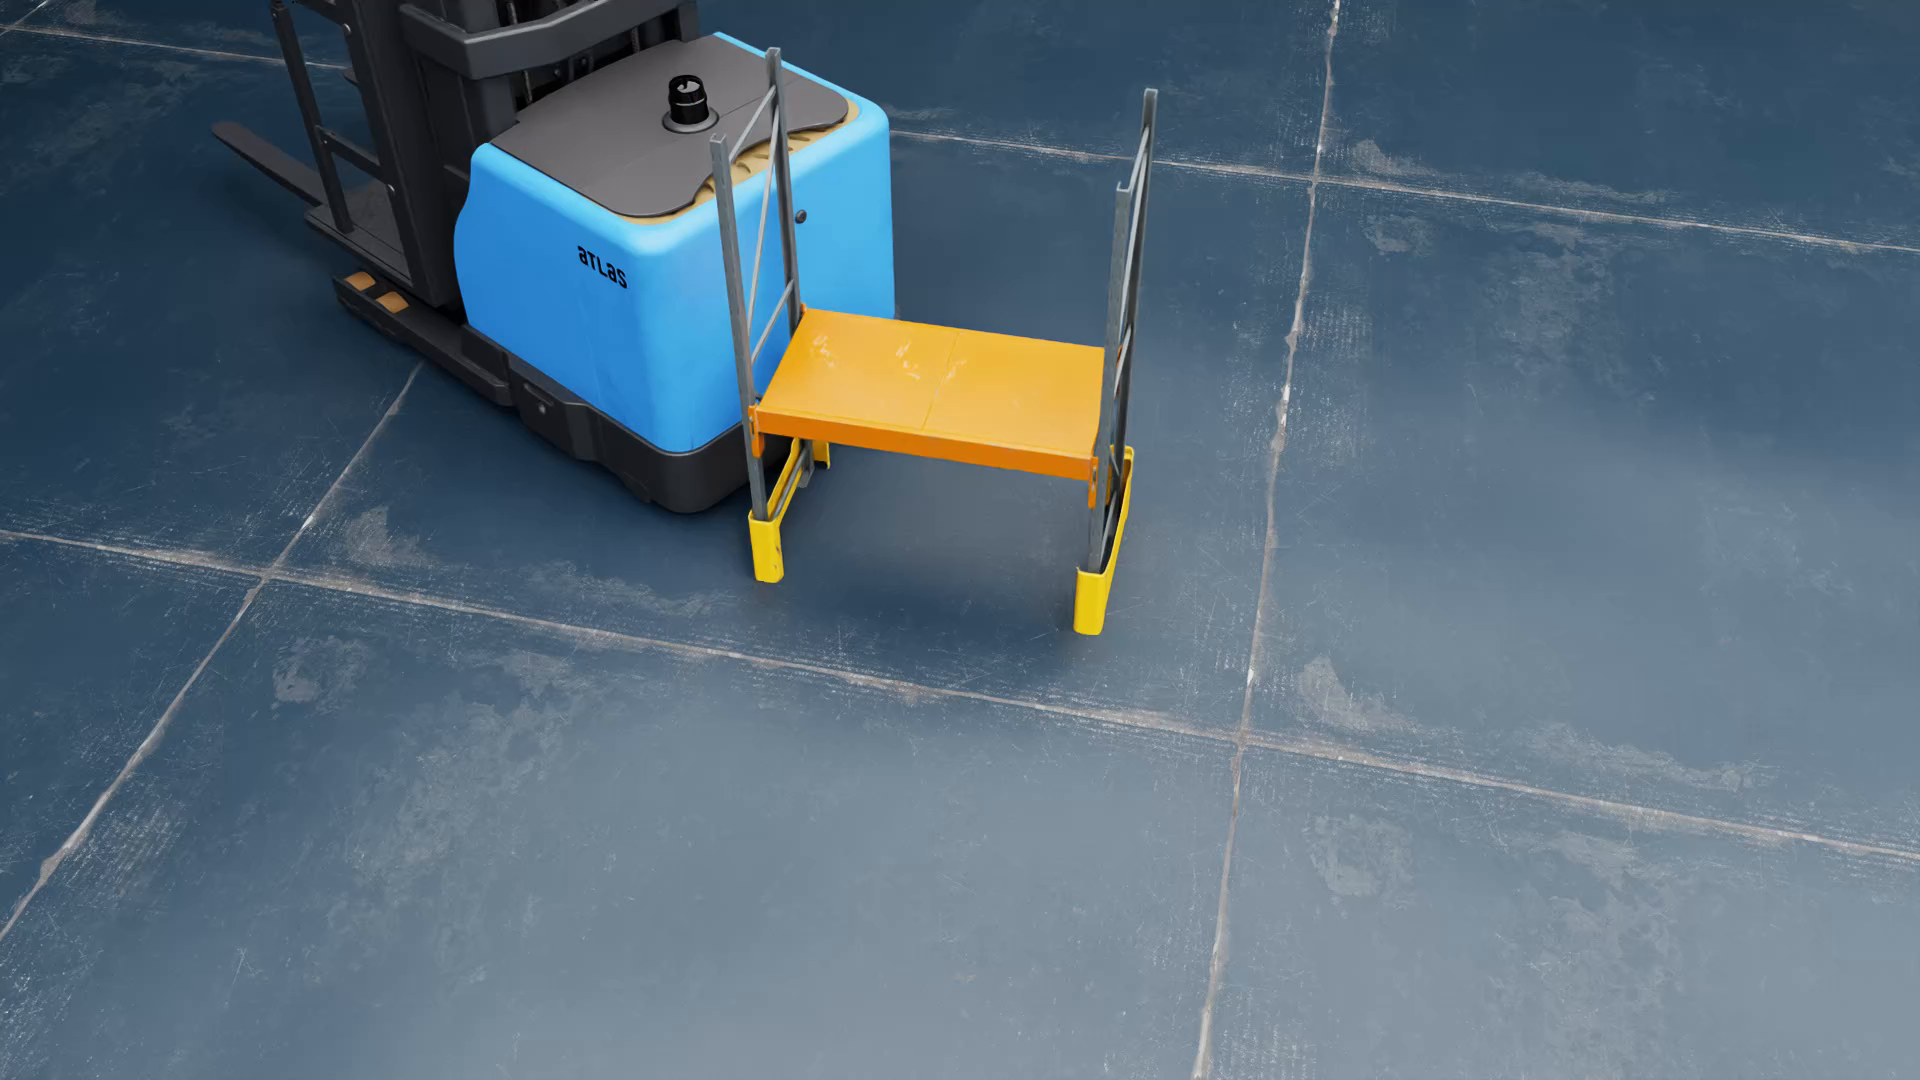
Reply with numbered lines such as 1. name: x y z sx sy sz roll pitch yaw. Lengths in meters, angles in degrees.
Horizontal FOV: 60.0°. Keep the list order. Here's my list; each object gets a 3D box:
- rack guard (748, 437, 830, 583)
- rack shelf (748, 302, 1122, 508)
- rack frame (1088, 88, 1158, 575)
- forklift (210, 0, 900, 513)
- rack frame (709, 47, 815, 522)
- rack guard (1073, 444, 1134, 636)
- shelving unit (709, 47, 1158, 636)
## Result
1. rack guard: -0.532 -0.159 5.235 0.087 0.250 0.587 9 45 9
2. rack shelf: -0.055 -0.405 4.848 1.000 0.185 0.538 9 45 9
3. rack frame: 0.441 -0.457 4.643 0.032 1.500 0.500 9 45 9
4. forklift: -1.641 -2.025 5.240 3.031 2.935 1.130 31 52 28
5. rack frame: -0.550 -0.612 4.804 0.032 1.500 0.500 9 45 9
6. rack guard: 0.440 -0.006 5.076 0.087 0.250 0.587 9 45 9
7. shelving unit: -0.046 -0.533 4.722 1.083 1.500 0.587 9 45 9
